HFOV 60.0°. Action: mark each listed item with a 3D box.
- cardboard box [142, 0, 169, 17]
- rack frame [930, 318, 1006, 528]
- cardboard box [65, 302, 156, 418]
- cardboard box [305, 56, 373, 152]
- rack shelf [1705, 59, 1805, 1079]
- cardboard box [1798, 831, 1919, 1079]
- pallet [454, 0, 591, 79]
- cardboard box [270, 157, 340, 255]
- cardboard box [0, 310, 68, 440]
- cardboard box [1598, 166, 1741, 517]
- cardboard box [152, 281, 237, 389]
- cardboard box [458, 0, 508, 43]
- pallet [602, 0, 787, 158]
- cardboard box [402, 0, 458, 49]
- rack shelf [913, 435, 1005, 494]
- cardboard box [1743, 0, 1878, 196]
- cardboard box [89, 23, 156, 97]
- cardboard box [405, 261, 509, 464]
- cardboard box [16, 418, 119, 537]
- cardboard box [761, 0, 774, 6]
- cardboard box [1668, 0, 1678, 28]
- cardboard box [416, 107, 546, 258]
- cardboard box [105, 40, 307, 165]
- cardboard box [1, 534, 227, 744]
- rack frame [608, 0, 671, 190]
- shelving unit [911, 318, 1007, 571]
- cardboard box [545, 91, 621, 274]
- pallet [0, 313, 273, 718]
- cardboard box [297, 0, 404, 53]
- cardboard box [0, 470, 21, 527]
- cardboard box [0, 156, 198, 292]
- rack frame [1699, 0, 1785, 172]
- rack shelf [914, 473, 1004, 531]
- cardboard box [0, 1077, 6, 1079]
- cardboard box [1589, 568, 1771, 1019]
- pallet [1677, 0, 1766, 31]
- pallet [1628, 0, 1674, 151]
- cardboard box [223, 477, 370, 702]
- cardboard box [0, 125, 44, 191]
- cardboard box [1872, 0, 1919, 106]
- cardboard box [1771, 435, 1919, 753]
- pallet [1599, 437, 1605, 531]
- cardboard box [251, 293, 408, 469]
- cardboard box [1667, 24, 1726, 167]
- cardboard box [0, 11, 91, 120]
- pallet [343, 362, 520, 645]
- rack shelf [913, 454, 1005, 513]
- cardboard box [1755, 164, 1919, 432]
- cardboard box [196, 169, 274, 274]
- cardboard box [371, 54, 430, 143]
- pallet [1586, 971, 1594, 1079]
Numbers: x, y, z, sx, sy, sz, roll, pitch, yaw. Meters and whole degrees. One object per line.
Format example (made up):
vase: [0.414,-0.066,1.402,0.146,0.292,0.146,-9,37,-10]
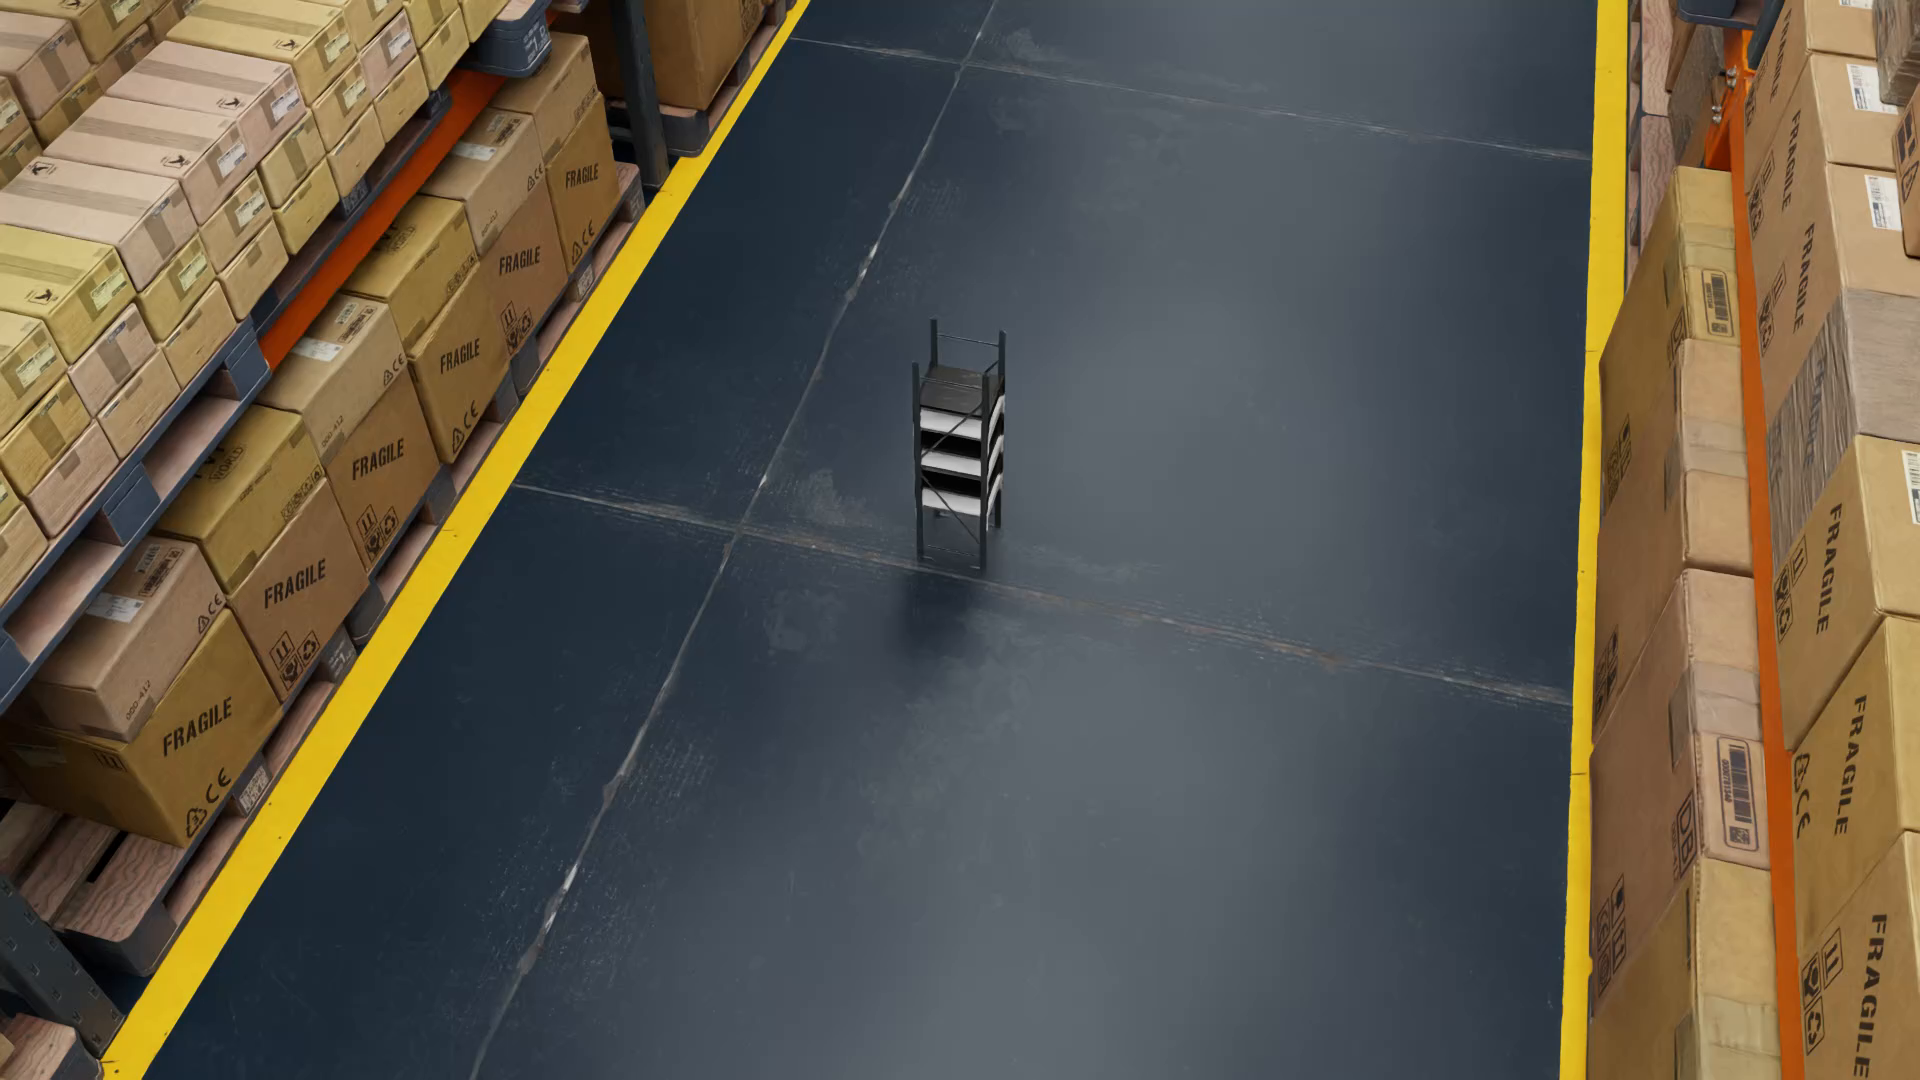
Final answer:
cardboard box: [-2.394,-1.627,4.676,0.380,0.149,0.250,13,50,11]
rack frame: [0.025,-0.365,5.472,0.240,0.900,0.006,12,50,10]
cardboard box: [-2.113,-0.451,3.836,0.380,0.149,0.250,13,50,11]
cardboard box: [-1.837,-1.208,4.505,0.380,0.149,0.250,11,49,9]
rack shelf: [2.491,0.115,4.127,1.077,0.370,4.000,12,50,10]
cardboard box: [1.824,0.899,2.889,0.500,0.500,0.500,12,50,10]
pallet: [-1.826,-2.021,5.661,1.213,0.211,1.003,12,50,10]
cardboard box: [-1.908,-0.923,4.452,0.380,0.149,0.250,11,49,9]
cardboard box: [-2.179,-0.378,3.573,0.380,0.149,0.250,13,50,11]
cardboard box: [2.816,-0.510,5.337,1.225,0.875,0.875,9,49,8]
cardboard box: [-2.043,-0.541,4.114,0.380,0.149,0.250,12,50,10]
cardboard box: [-1.631,-1.684,5.123,0.380,0.149,0.250,11,49,10]
pallet: [-1.461,-2.254,7.598,1.003,0.211,1.213,12,50,10]
cardboard box: [-1.701,-1.583,4.836,0.380,0.149,0.250,11,50,10]
rack shelf: [-0.002,-0.270,5.432,0.258,0.077,0.200,12,50,10]
cardboard box: [2.627,-1.304,4.834,0.500,0.500,0.500,13,50,11]
cardboard box: [-2.467,-1.338,4.619,0.380,0.149,0.250,13,50,11]
cardboard box: [-1.926,-0.645,5.706,0.500,0.500,0.500,10,49,8]
cardboard box: [-2.179,-0.180,3.795,0.380,0.149,0.250,12,50,11]
cardboard box: [-1.267,-3.071,7.680,1.050,0.750,0.750,12,50,11]
cardboard box: [3.597,-2.595,7.413,0.700,0.500,0.500,8,49,7]
cardboard box: [-1.791,-1.267,5.755,0.500,0.250,0.500,12,50,11]
cardboard box: [-1.907,-1.110,4.220,0.380,0.149,0.250,13,50,11]
cardboard box: [-2.345,0.230,4.433,0.500,0.250,0.500,10,49,8]
rack frame: [-1.741,-2.621,6.063,1.000,3.000,0.127,12,50,10]
shelving unit: [-0.002,-0.292,5.407,0.258,0.900,0.210,12,50,10]
cardboard box: [-1.662,-1.405,6.377,0.500,0.500,0.500,11,50,10]
pallet: [-2.453,-0.188,4.044,1.003,0.211,1.213,12,50,10]
cardboard box: [-1.770,-1.494,4.559,0.380,0.149,0.250,14,50,12]
cardboard box: [-2.247,-0.076,3.506,0.380,0.149,0.250,12,50,11]
cardboard box: [-2.041,-0.743,3.895,0.380,0.149,0.250,11,49,10]
rack frame: [3.017,-1.569,5.134,1.000,3.000,0.127,12,50,10]
rack shelf: [-0.002,-0.151,5.567,0.258,0.077,0.200,12,50,10]
cardboard box: [-2.569,1.427,4.111,0.380,0.149,0.250,12,50,11]
cardboard box: [2.348,0.775,4.203,1.225,0.875,0.875,10,49,9]
pallet: [3.102,-2.042,5.680,1.213,0.211,1.003,12,50,10]
pallet: [3.547,-2.091,7.455,1.003,0.211,1.213,12,50,10]
cardboard box: [-2.206,0.095,5.052,0.500,0.500,0.500,14,50,12]
cardboard box: [-2.606,-0.965,4.290,0.380,0.149,0.250,9,49,8]
cardboard box: [2.809,-1.409,4.257,0.797,0.503,0.637,13,50,11]
cardboard box: [2.092,0.163,3.539,0.500,0.500,0.500,11,49,10]
pallet: [2.737,-0.091,5.690,1.003,0.211,1.213,12,50,10]
cardboard box: [-2.068,-0.524,5.099,0.500,0.250,0.500,13,50,11]
cardboard box: [3.308,-1.780,6.694,0.700,0.500,0.500,8,49,7]
cardboard box: [-2.533,-1.252,4.345,0.380,0.149,0.250,10,49,8]
pallet: [-2.271,-0.254,5.833,1.003,0.211,1.213,12,50,10]
rack shelf: [-0.002,-0.210,5.500,0.258,0.077,0.200,12,50,10]
cardboard box: [2.362,-0.560,4.177,0.500,0.500,0.500,11,49,9]
cardboard box: [-1.976,-0.835,4.175,0.380,0.149,0.250,13,50,12]
cardboard box: [-1.770,-1.303,4.787,0.380,0.149,0.250,13,50,11]
pallet: [2.095,1.674,4.132,1.003,0.211,1.213,12,50,10]
